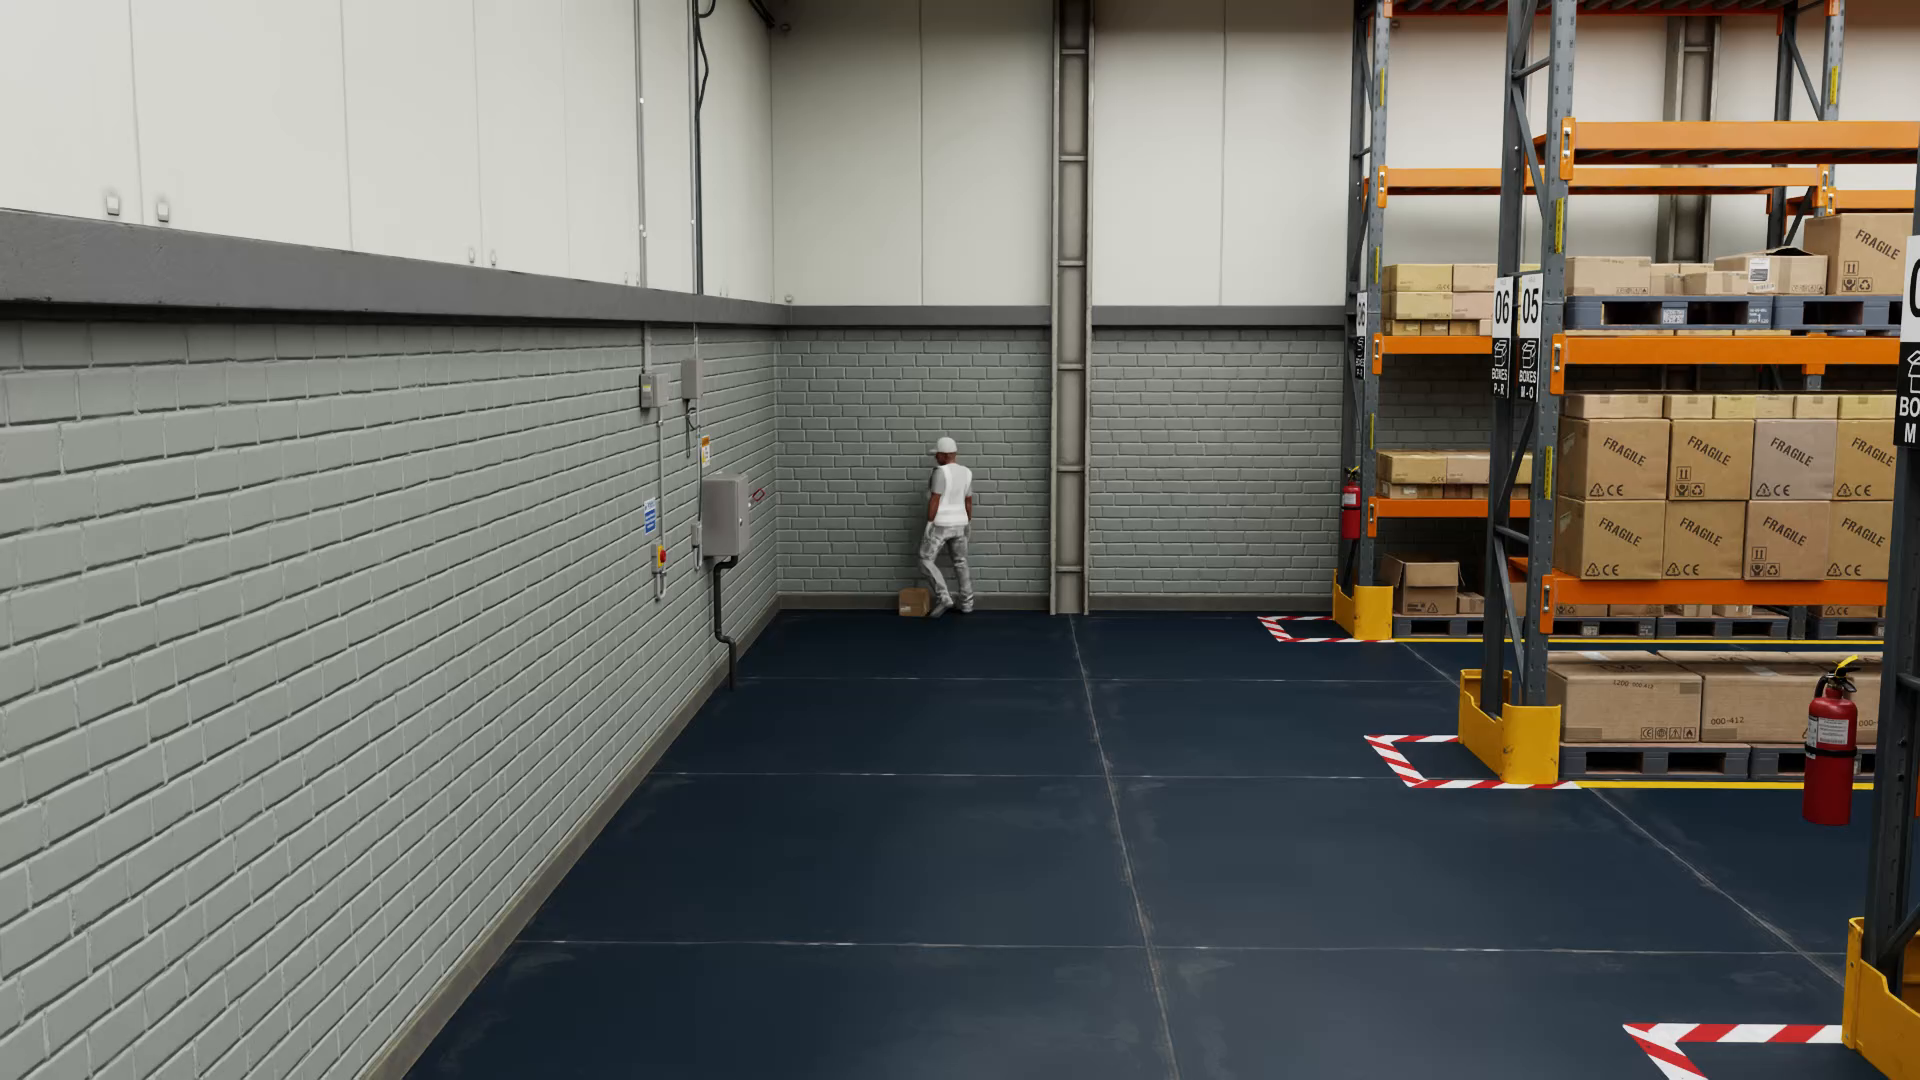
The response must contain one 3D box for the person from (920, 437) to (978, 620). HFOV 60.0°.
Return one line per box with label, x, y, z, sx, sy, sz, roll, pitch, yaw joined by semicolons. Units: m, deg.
person;-0.107;-0.102;16.632;0.402;1.843;0.698;6;9;38
